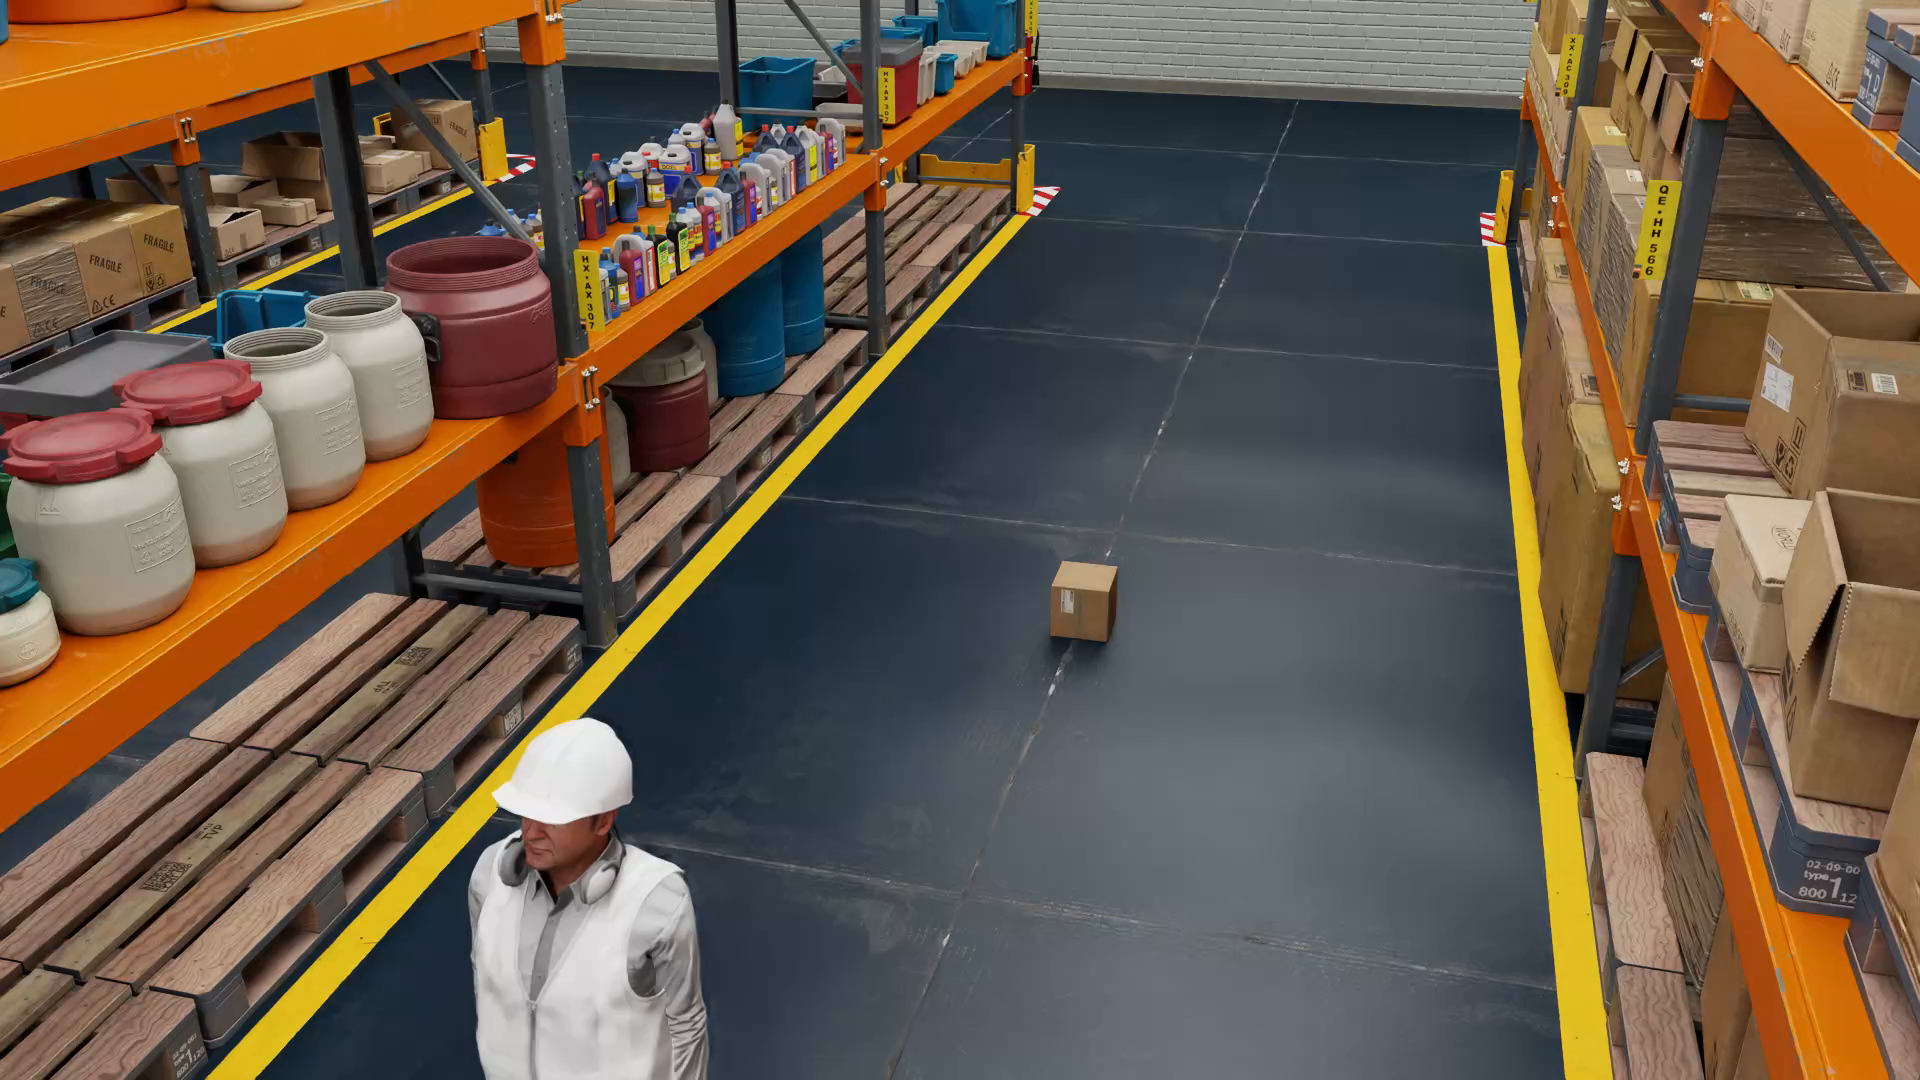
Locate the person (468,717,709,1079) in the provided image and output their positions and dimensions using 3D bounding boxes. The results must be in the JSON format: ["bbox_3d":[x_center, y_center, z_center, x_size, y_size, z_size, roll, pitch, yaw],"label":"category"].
[{"bbox_3d":[-0.788,1.164,3.564,0.541,1.755,0.641,8,26,17],"label":"person"}]
